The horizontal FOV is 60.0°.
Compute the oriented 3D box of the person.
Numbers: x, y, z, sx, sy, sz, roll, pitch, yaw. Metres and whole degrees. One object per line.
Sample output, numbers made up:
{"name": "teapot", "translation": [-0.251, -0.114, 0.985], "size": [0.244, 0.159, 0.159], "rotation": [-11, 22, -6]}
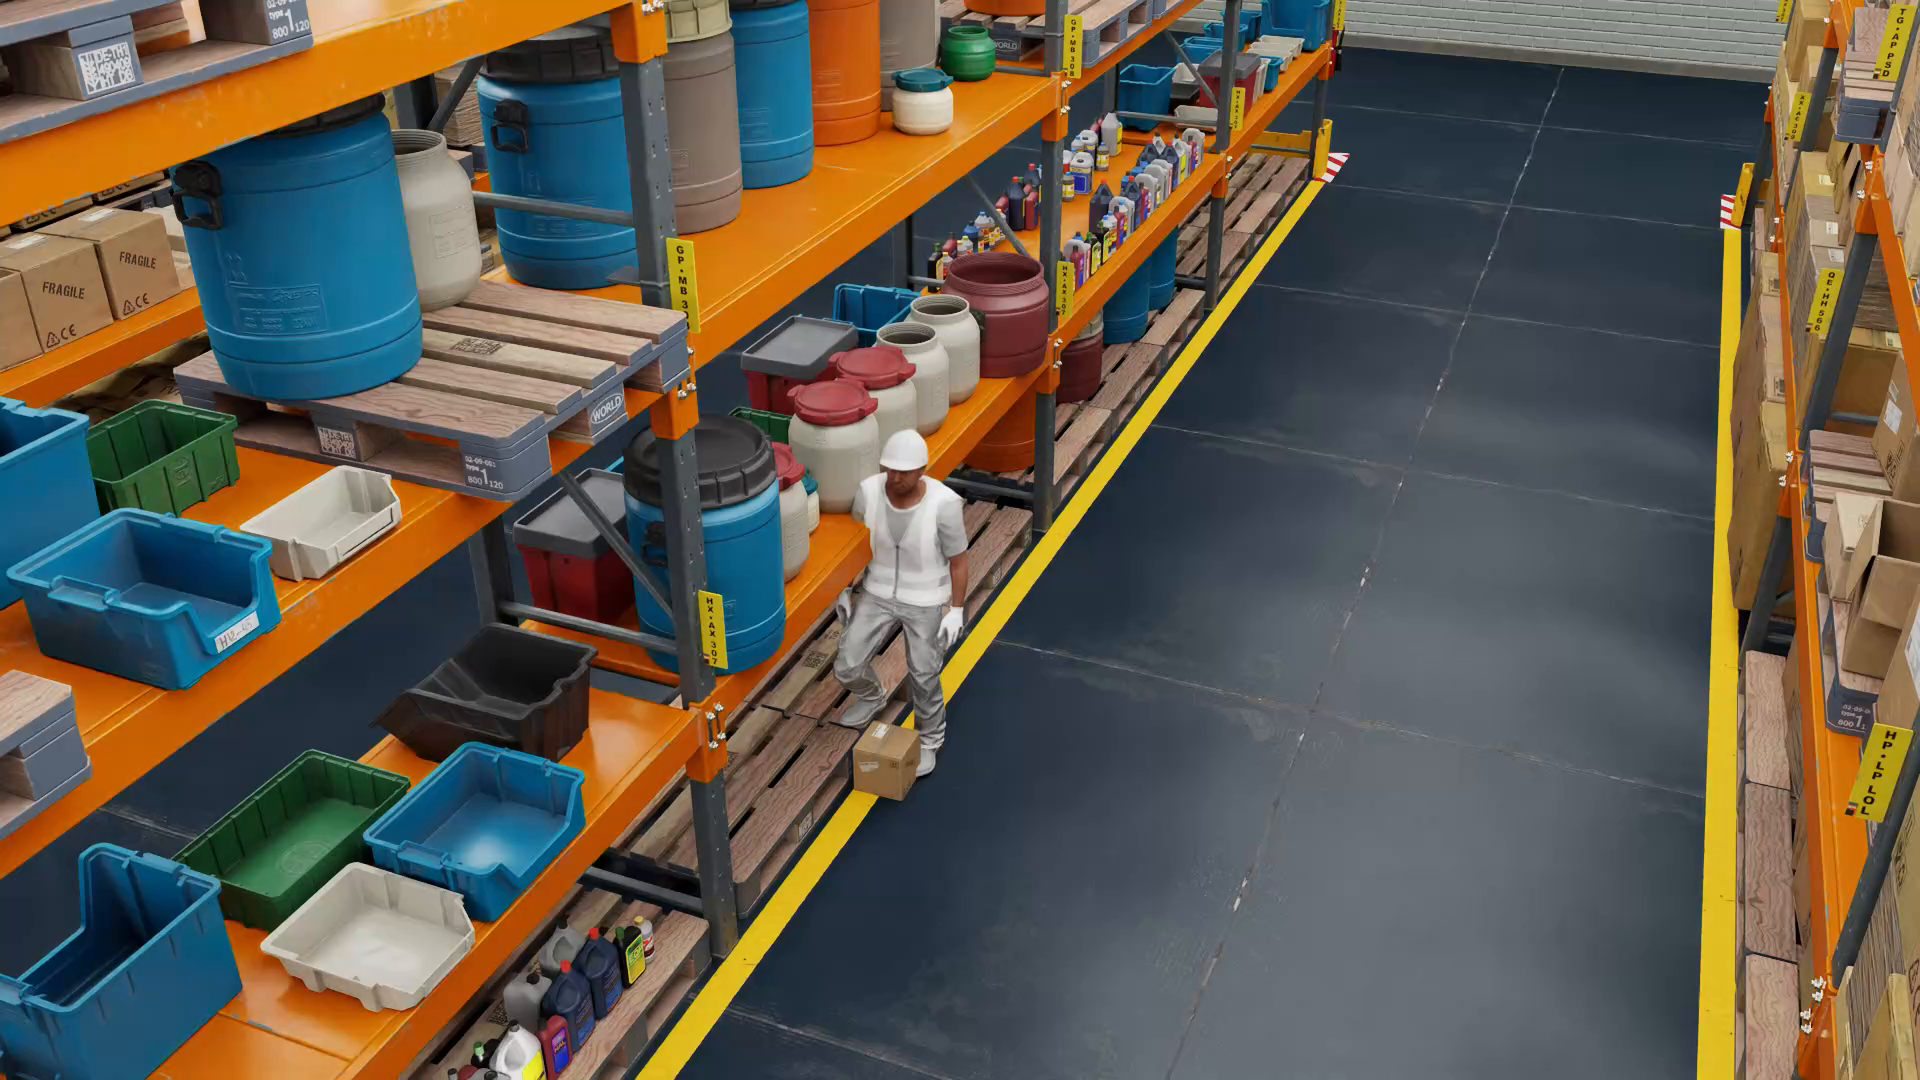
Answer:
{"name": "person", "translation": [-0.279, 0.308, 7.831], "size": [0.629, 1.785, 0.520], "rotation": [10, 31, 17]}
